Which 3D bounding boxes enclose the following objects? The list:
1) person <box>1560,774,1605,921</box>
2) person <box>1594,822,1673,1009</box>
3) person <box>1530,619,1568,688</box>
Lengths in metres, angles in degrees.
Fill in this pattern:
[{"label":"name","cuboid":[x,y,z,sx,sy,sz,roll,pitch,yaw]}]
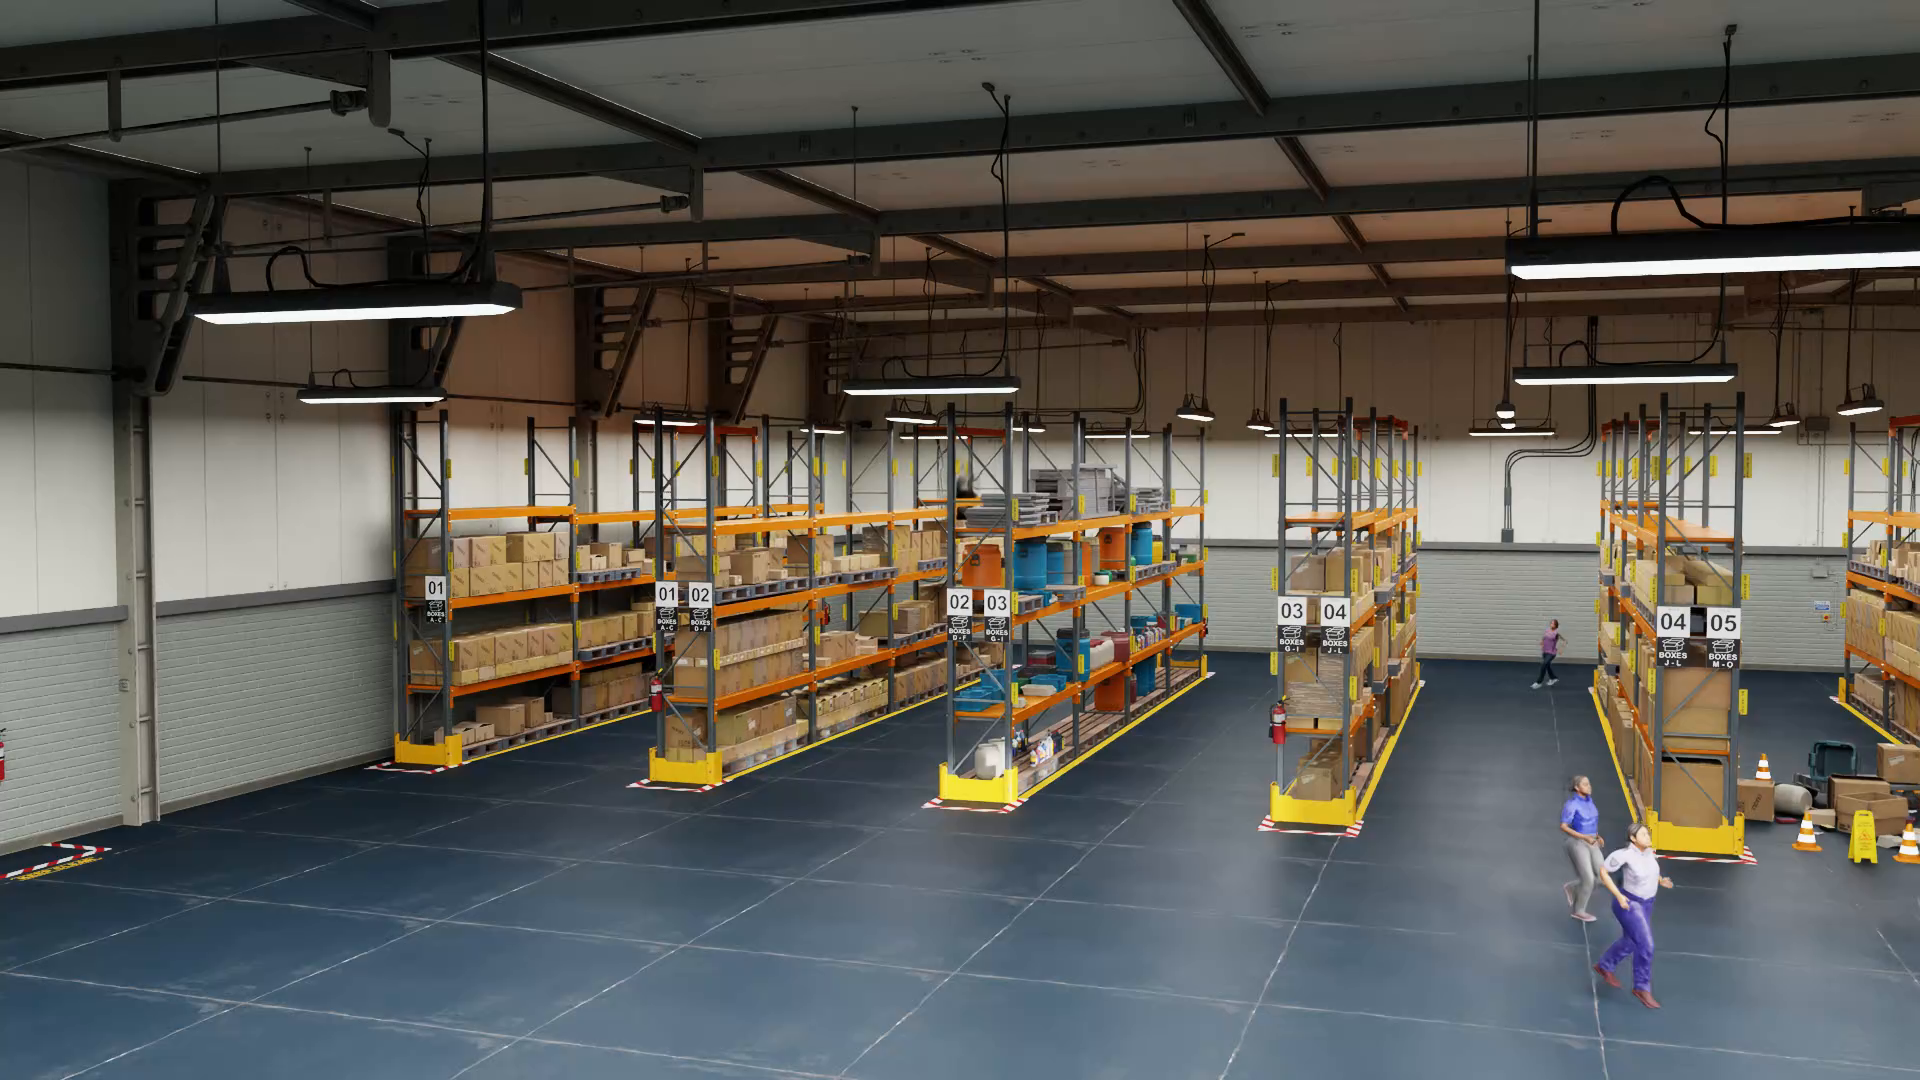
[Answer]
[{"label":"person","cuboid":[6.914,3.410,18.430,0.572,1.594,0.557,-2,3,-34]},{"label":"person","cuboid":[6.355,3.506,15.757,0.596,1.700,0.756,-2,3,-39]},{"label":"person","cuboid":[13.352,2.576,37.728,0.835,1.565,0.593,-1,3,-25]}]
